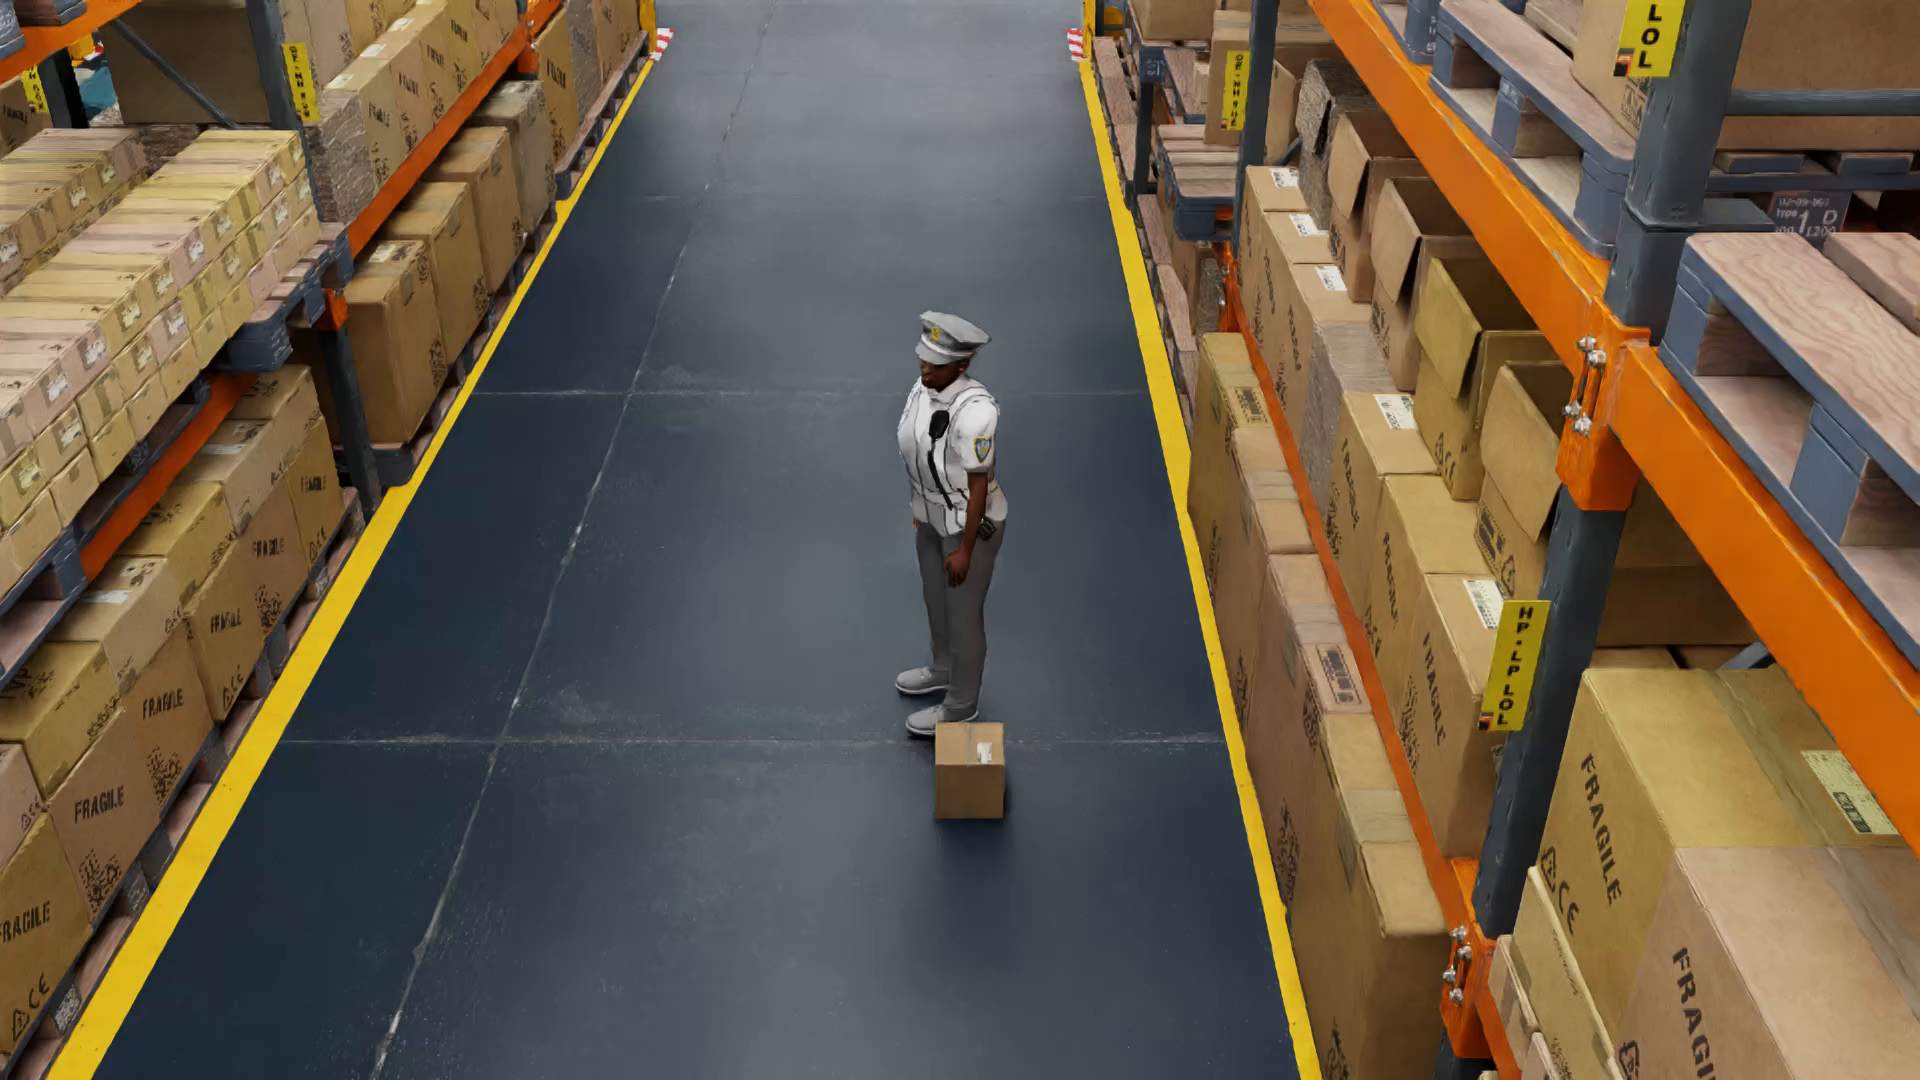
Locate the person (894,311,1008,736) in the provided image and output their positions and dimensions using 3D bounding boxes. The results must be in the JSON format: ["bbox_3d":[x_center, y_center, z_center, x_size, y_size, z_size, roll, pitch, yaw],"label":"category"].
[{"bbox_3d":[-0.081,-0.064,6.174,0.438,1.692,0.516,-19,37,-28],"label":"person"}]
